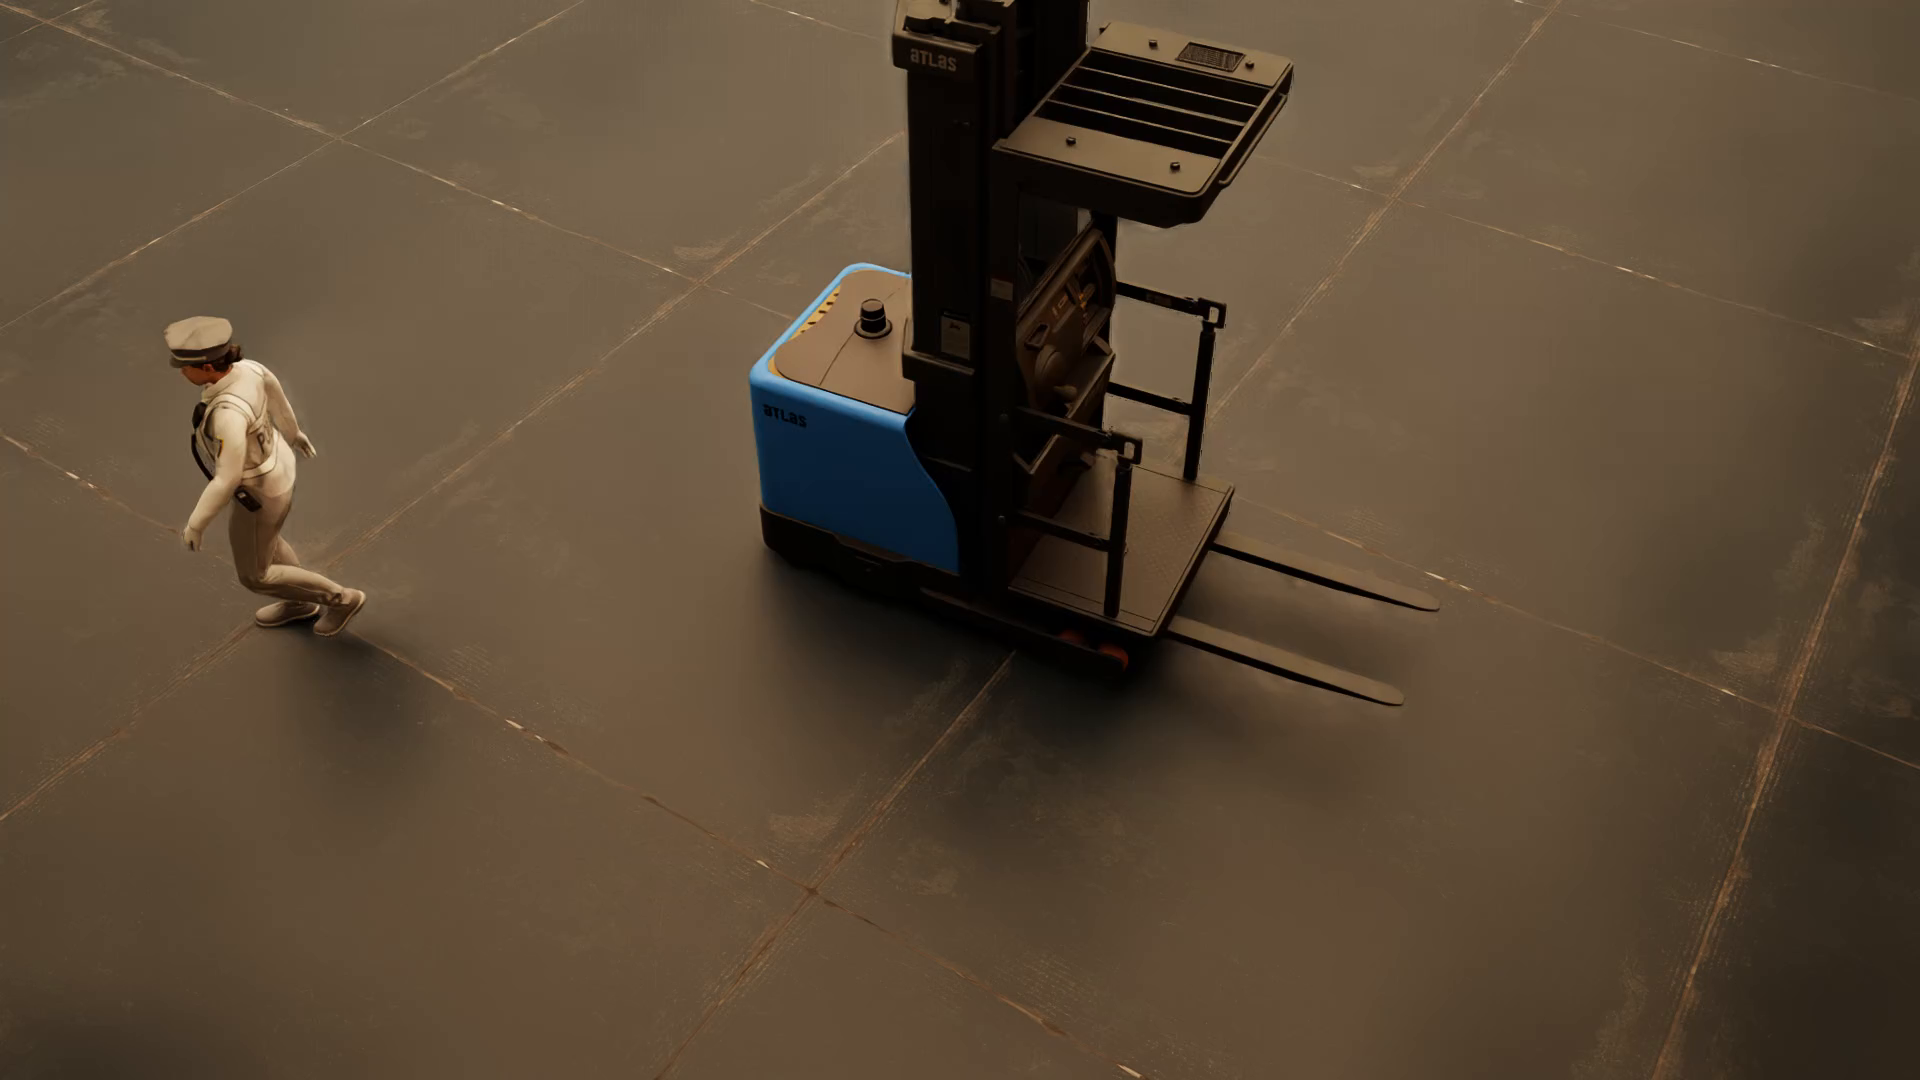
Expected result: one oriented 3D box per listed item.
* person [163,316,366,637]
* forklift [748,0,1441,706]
[{"bbox_3d":[-2.947,-0.224,7.023,0.562,1.651,0.721,-9,44,-10],"label":"person"},{"bbox_3d":[0.621,-0.869,6.765,3.031,2.935,1.130,18,46,18],"label":"forklift"}]
